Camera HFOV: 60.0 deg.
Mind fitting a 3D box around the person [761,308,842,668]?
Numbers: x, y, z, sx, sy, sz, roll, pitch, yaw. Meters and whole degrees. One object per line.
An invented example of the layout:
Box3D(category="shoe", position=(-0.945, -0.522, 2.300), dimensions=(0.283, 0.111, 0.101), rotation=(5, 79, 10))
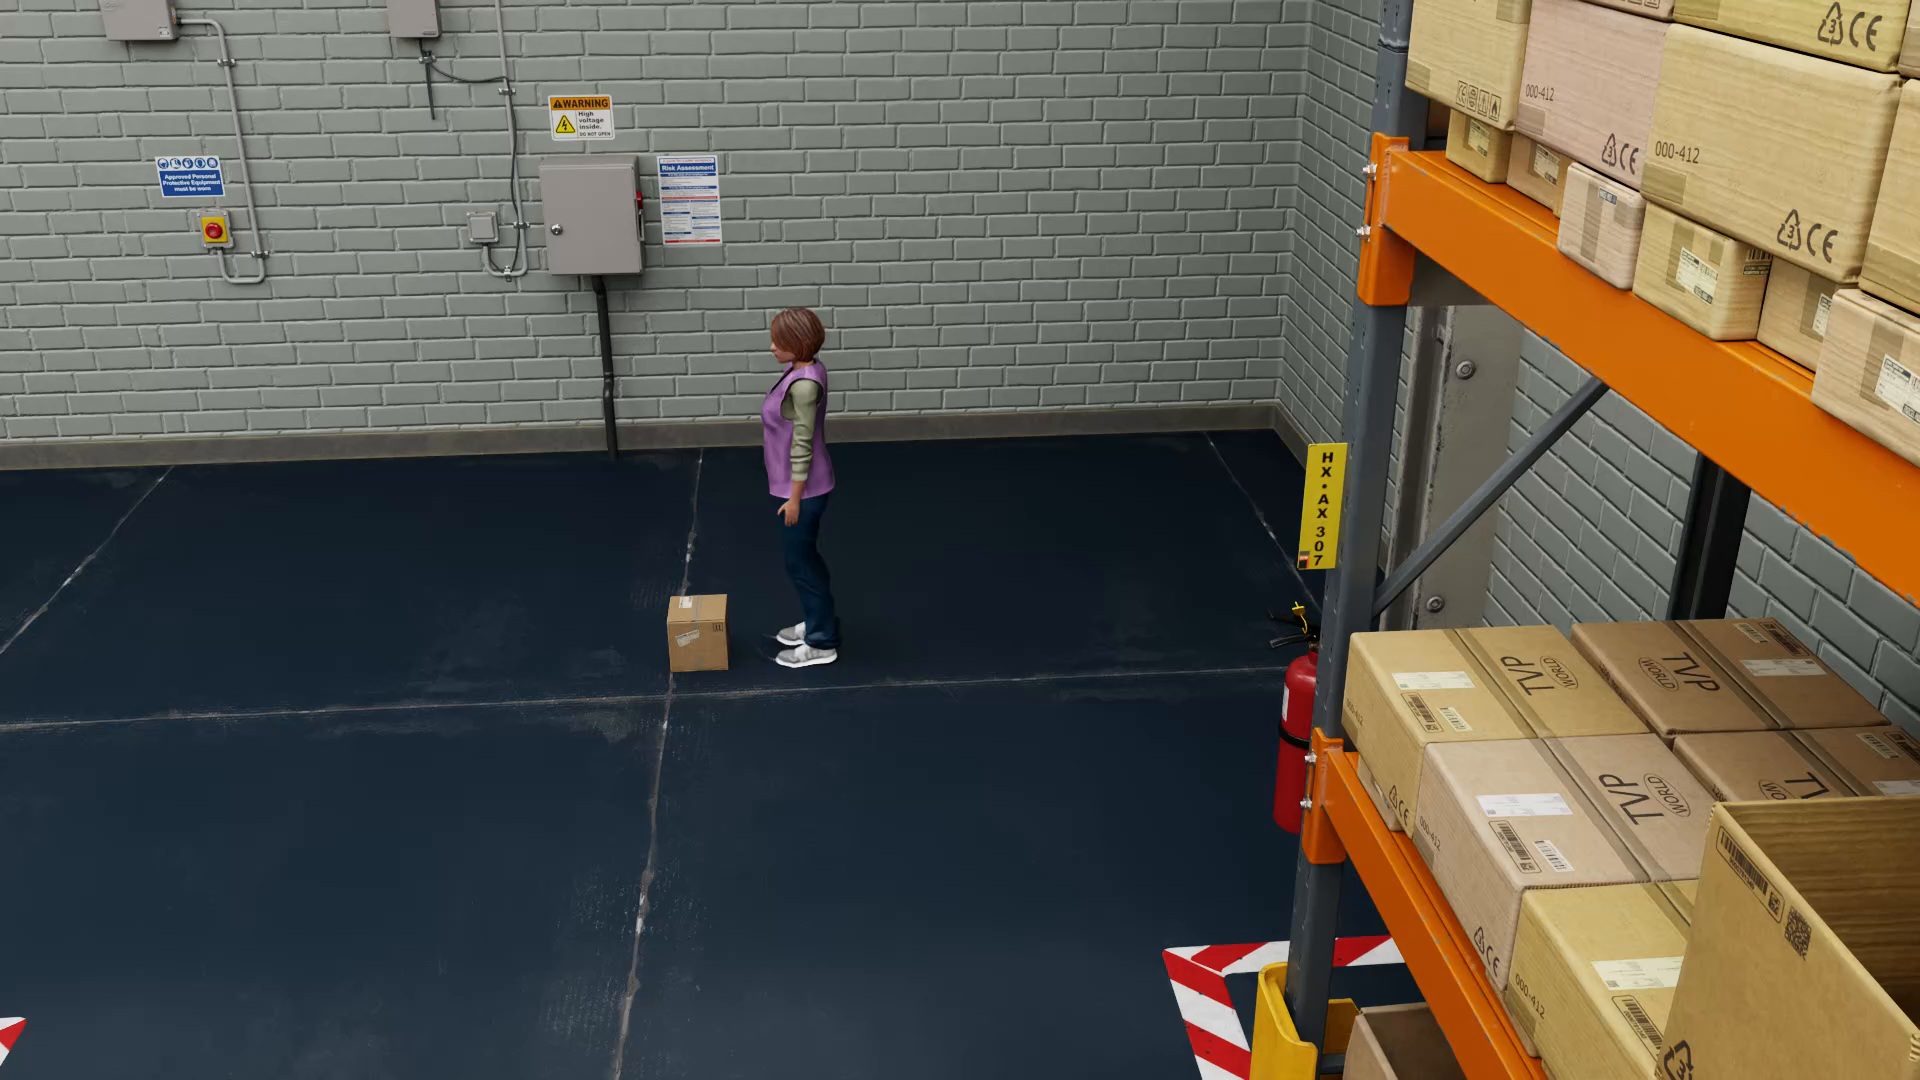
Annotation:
Box3D(category="person", position=(-0.678, -0.216, 7.102), dimensions=(0.304, 1.595, 0.406), rotation=(-2, 24, -4))
